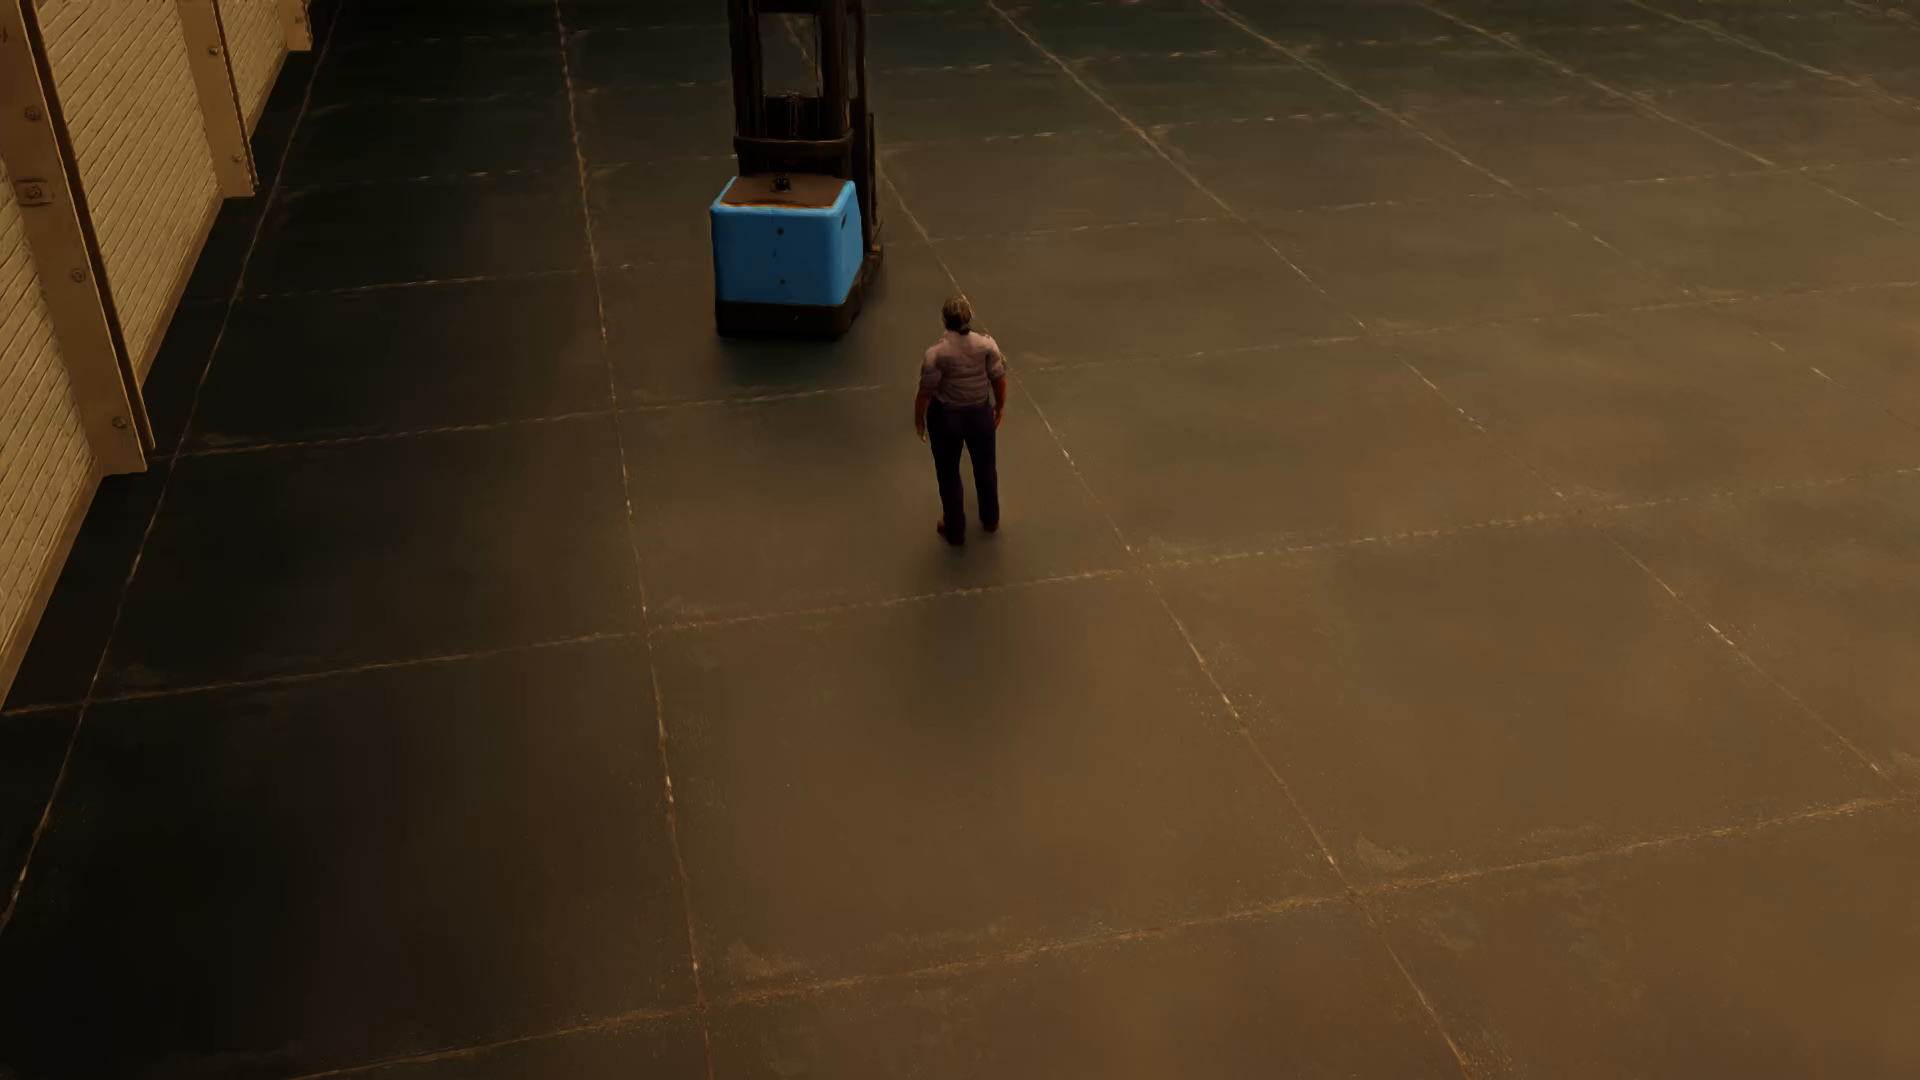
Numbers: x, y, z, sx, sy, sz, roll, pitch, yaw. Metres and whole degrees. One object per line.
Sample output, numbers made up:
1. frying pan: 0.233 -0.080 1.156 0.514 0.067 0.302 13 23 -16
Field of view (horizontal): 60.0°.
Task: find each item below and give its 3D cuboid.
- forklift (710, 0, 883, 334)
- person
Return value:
1. forklift: -1.271 -3.617 13.822 1.130 2.935 3.031 3 30 6
2. person: 0.001 -0.766 10.164 0.599 1.650 0.502 -7 31 -12
